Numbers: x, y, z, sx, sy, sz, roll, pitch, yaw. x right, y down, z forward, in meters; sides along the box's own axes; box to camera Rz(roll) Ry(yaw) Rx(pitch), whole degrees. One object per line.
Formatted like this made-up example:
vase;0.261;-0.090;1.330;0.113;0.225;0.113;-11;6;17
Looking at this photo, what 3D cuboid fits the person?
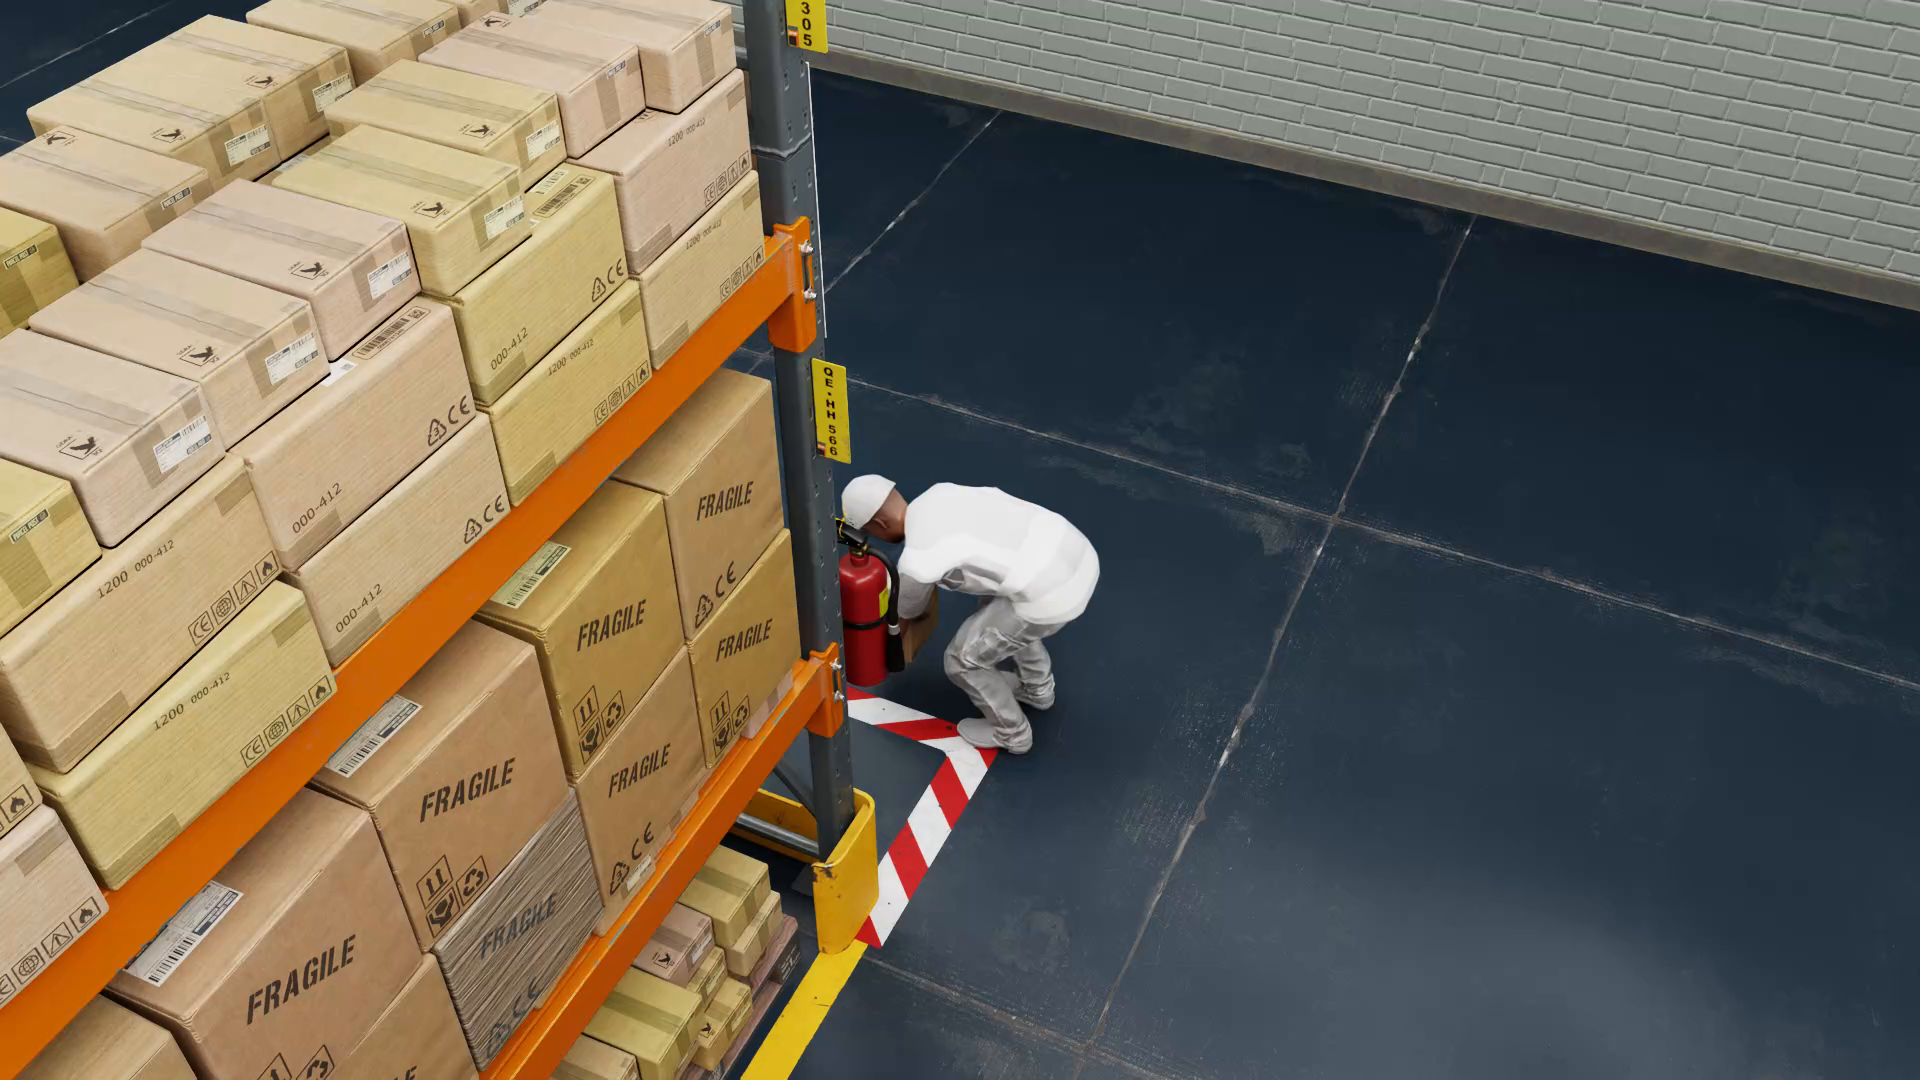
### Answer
person;0.024;0.269;6.369;0.978;1.081;0.534;14;43;15
